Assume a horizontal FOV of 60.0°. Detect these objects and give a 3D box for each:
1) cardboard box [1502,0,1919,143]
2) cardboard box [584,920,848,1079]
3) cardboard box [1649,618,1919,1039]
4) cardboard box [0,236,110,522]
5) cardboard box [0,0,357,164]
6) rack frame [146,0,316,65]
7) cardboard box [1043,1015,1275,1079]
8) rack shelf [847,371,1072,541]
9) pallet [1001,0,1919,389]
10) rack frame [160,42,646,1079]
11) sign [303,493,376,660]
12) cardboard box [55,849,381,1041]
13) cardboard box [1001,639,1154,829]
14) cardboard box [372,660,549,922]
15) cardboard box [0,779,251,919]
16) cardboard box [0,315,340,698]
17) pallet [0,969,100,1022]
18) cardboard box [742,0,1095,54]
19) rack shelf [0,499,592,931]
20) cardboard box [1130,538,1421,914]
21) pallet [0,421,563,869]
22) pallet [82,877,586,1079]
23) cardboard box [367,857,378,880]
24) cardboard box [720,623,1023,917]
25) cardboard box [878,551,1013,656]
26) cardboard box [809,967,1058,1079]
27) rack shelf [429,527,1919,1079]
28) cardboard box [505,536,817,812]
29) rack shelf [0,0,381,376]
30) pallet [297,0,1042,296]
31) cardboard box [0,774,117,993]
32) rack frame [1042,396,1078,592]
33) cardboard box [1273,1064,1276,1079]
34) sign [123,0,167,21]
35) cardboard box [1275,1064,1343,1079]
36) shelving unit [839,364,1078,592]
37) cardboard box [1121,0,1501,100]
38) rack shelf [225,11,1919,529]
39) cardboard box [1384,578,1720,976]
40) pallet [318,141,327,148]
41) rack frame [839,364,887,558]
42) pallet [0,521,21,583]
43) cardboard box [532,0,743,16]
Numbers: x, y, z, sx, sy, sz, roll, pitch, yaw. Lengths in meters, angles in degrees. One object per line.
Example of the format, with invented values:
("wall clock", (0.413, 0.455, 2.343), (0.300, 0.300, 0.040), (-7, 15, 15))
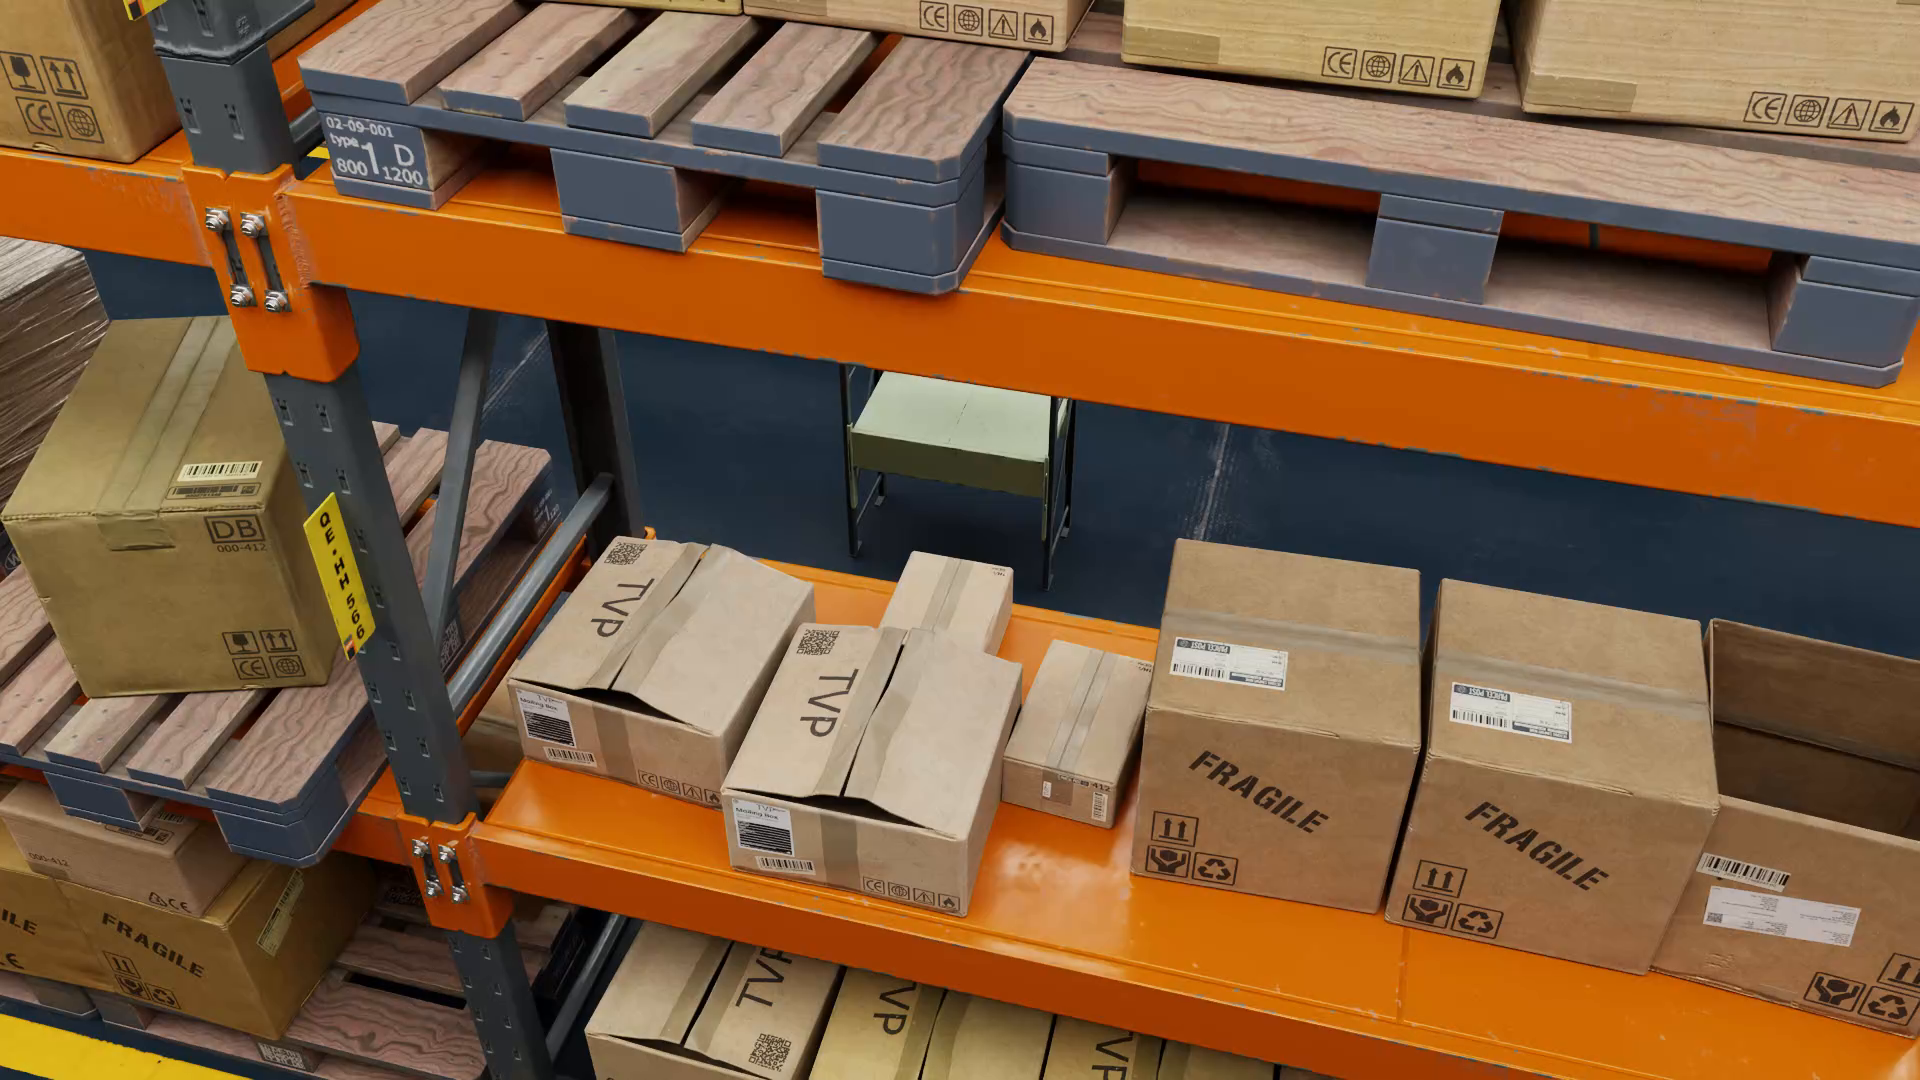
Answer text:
("cardboard box", (1.050, -0.801, 2.329), (0.500, 0.250, 0.500), (7, 40, 8))
("cardboard box", (-0.553, 1.089, 3.996), (0.500, 0.311, 0.500), (11, 41, 13))
("cardboard box", (1.635, 0.544, 3.193), (0.500, 0.500, 0.500), (13, 42, 15))
("cardboard box", (-2.454, -0.362, 3.944), (0.500, 0.500, 0.700), (17, 43, 20))
("cardboard box", (-1.413, -1.096, 2.813), (0.500, 0.500, 0.910), (10, 41, 11))
("rack frame", (-0.983, -2.155, 1.819), (0.127, 3.000, 1.000), (10, 41, 11))
("cardboard box", (0.449, 1.258, 3.796), (0.500, 0.311, 0.500), (9, 41, 10))
("rack shelf", (0.006, -0.324, 5.976), (0.720, 0.370, 0.431), (10, 41, 11))
("pallet", (0.777, -0.693, 2.557), (1.213, 0.211, 1.003), (12, 41, 13))
("rack frame", (-0.983, 0.142, 3.748), (0.127, 3.000, 1.000), (10, 41, 11))
("sign", (-1.114, 0.068, 2.998), (0.005, 0.325, 0.100), (10, 41, 11))
("cardboard box", (-1.947, 0.922, 4.422), (0.500, 0.500, 0.500), (11, 41, 13))
("cardboard box", (0.264, 0.416, 3.618), (0.250, 0.149, 0.380), (13, 42, 15))
("cardboard box", (-1.348, 0.678, 4.712), (0.500, 0.500, 0.500), (11, 41, 13))
("cardboard box", (-2.002, 0.628, 4.189), (0.500, 0.250, 0.500), (11, 41, 13))
("cardboard box", (-1.620, -0.091, 3.622), (0.500, 0.500, 0.700), (-3, 40, -3))
("pallet", (-2.869, 0.859, 5.064), (1.213, 0.211, 1.003), (10, 41, 11))
("cardboard box", (-0.019, -0.993, 2.558), (0.500, 0.250, 0.500), (11, 41, 13))
("rack shelf", (-2.915, 0.085, 4.375), (4.000, 0.370, 1.077), (10, 41, 11))
("cardboard box", (0.642, 0.373, 3.396), (0.500, 0.500, 0.500), (8, 41, 9))
("pallet", (-1.656, 0.147, 3.892), (1.003, 0.211, 1.213), (10, 41, 11))
("pallet", (-1.694, 1.063, 4.821), (1.213, 0.211, 1.003), (10, 41, 11))
("cardboard box", (-1.856, 0.594, 4.811), (0.500, 0.500, 0.500), (8, 41, 10))
("cardboard box", (-0.169, 0.446, 3.456), (0.500, 0.311, 0.500), (9, 41, 11))
("cardboard box", (-0.042, 0.216, 3.855), (0.250, 0.149, 0.380), (10, 41, 11))
("cardboard box", (-0.043, 1.171, 3.898), (0.500, 0.311, 0.500), (9, 41, 10))
("rack shelf", (0.949, 0.750, 3.584), (4.000, 0.370, 1.077), (10, 41, 11))
("cardboard box", (-0.643, 0.264, 3.672), (0.500, 0.311, 0.500), (12, 42, 14))
("rack shelf", (-2.915, -1.063, 3.411), (4.000, 0.370, 1.077), (10, 41, 11))
("pallet", (-0.304, -0.877, 2.776), (1.003, 0.211, 1.213), (12, 41, 13))
("cardboard box", (-2.447, 0.835, 4.525), (0.500, 0.500, 0.500), (8, 41, 10))
("rack frame", (0.360, -0.512, 5.694), (0.023, 1.500, 0.400), (10, 41, 11))
("cardboard box", (0.932, 1.555, 3.877), (0.500, 0.250, 0.500), (11, 41, 12))
("sign", (-1.125, -0.867, 2.216), (0.005, 0.325, 0.100), (10, 41, 11))
("cardboard box", (0.946, 1.343, 3.694), (0.500, 0.311, 0.500), (9, 41, 11))
("shelving unit", (0.006, -0.573, 5.766), (0.755, 1.500, 0.431), (10, 41, 11))
("cardboard box", (0.531, -0.891, 2.436), (0.500, 0.250, 0.500), (9, 41, 11))
("rack shelf", (0.949, -0.398, 2.619), (4.000, 0.370, 1.077), (10, 41, 11))
("cardboard box", (1.151, 0.460, 3.292), (0.500, 0.500, 0.500), (10, 41, 11))
("pallet", (-2.828, -2.377, 8.917), (1.213, 0.211, 1.003), (10, 41, 11))
("rack frame", (-0.347, -0.634, 5.839), (0.023, 1.500, 0.400), (10, 41, 11))
("pallet", (-2.862, -0.105, 4.191), (1.213, 0.211, 1.003), (10, 41, 11))
("cardboard box", (-0.530, -1.069, 2.648), (0.500, 0.250, 0.500), (7, 41, 8))
